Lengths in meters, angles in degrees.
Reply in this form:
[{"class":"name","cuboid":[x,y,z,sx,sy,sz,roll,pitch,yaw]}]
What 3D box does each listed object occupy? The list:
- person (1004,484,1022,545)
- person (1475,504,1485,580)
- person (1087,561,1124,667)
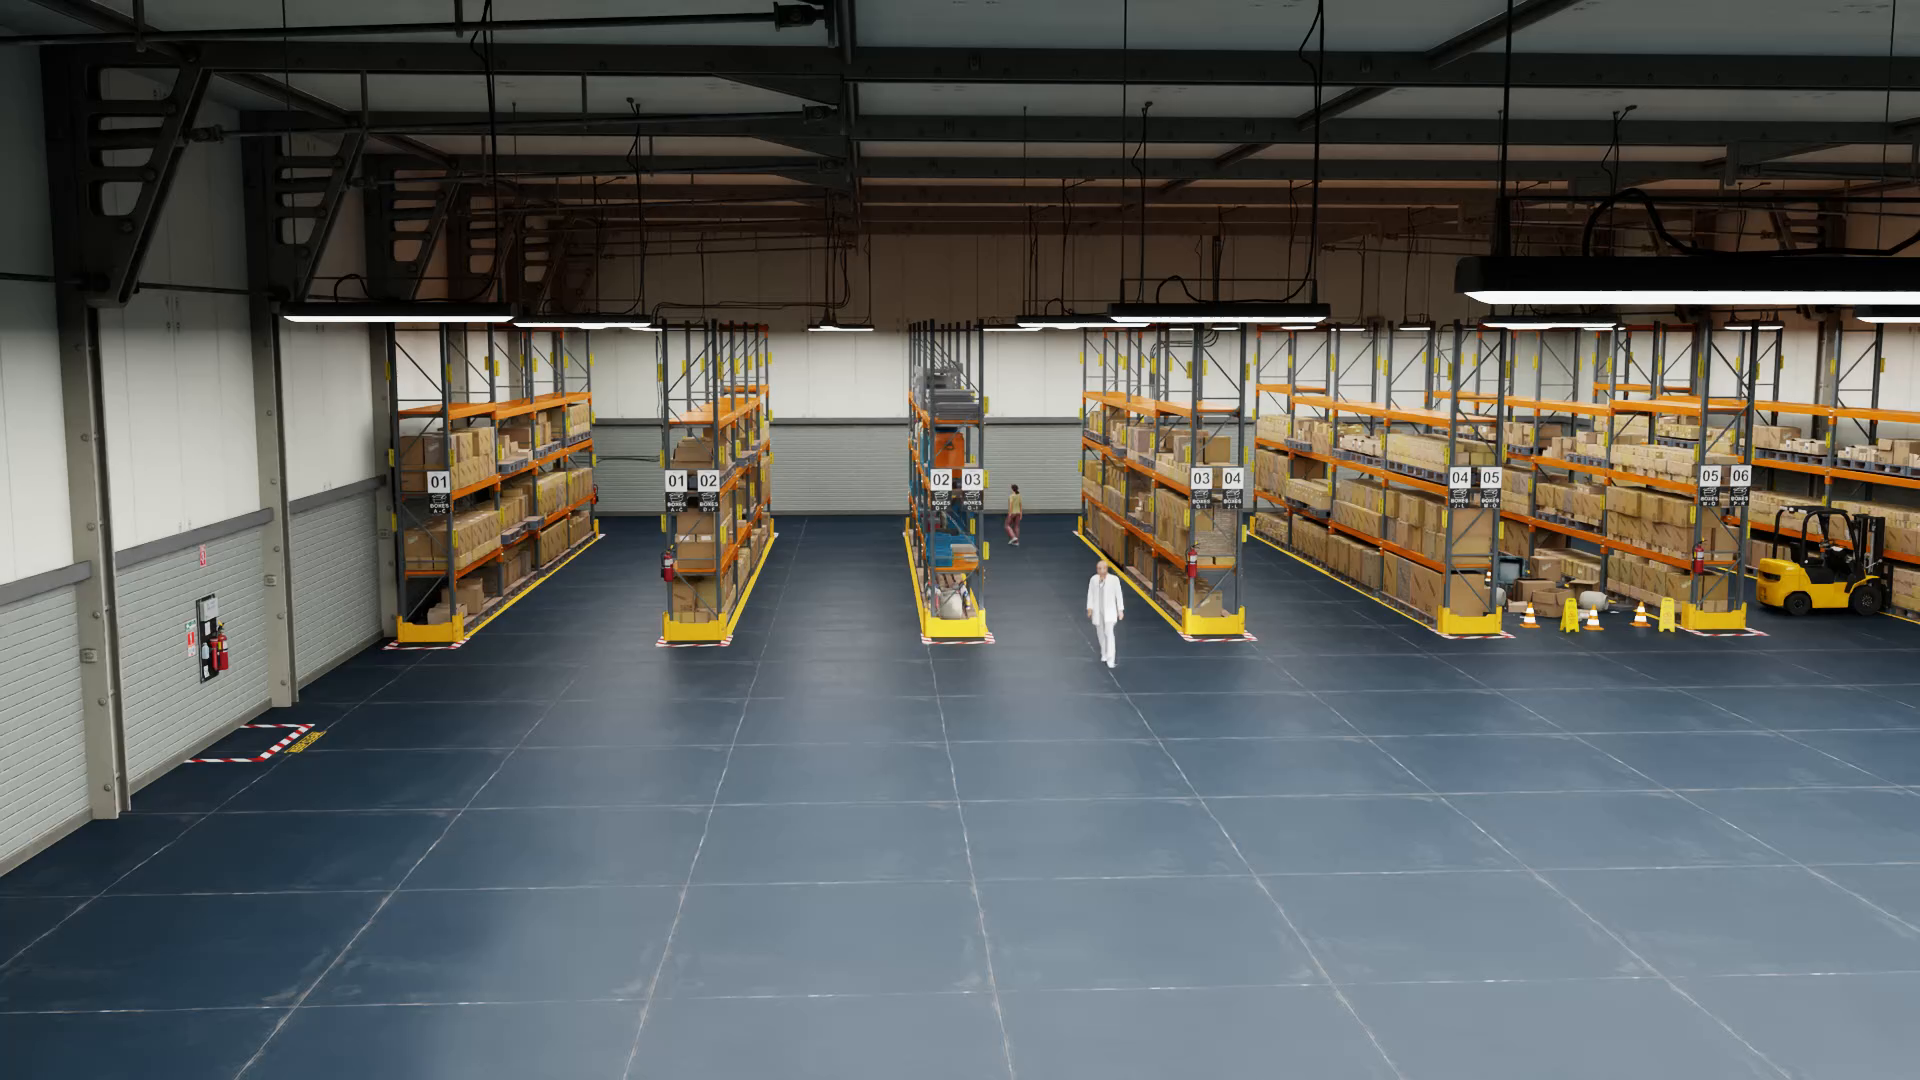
[{"class":"person","cuboid":[1.491,-0.685,45.198,0.496,1.670,0.465,-6,9,-38]},{"class":"person","cuboid":[12.144,0.054,38.896,0.607,1.782,0.406,-4,8,-29]},{"class":"person","cuboid":[2.495,1.267,29.035,0.671,1.784,0.714,4,8,28]}]
